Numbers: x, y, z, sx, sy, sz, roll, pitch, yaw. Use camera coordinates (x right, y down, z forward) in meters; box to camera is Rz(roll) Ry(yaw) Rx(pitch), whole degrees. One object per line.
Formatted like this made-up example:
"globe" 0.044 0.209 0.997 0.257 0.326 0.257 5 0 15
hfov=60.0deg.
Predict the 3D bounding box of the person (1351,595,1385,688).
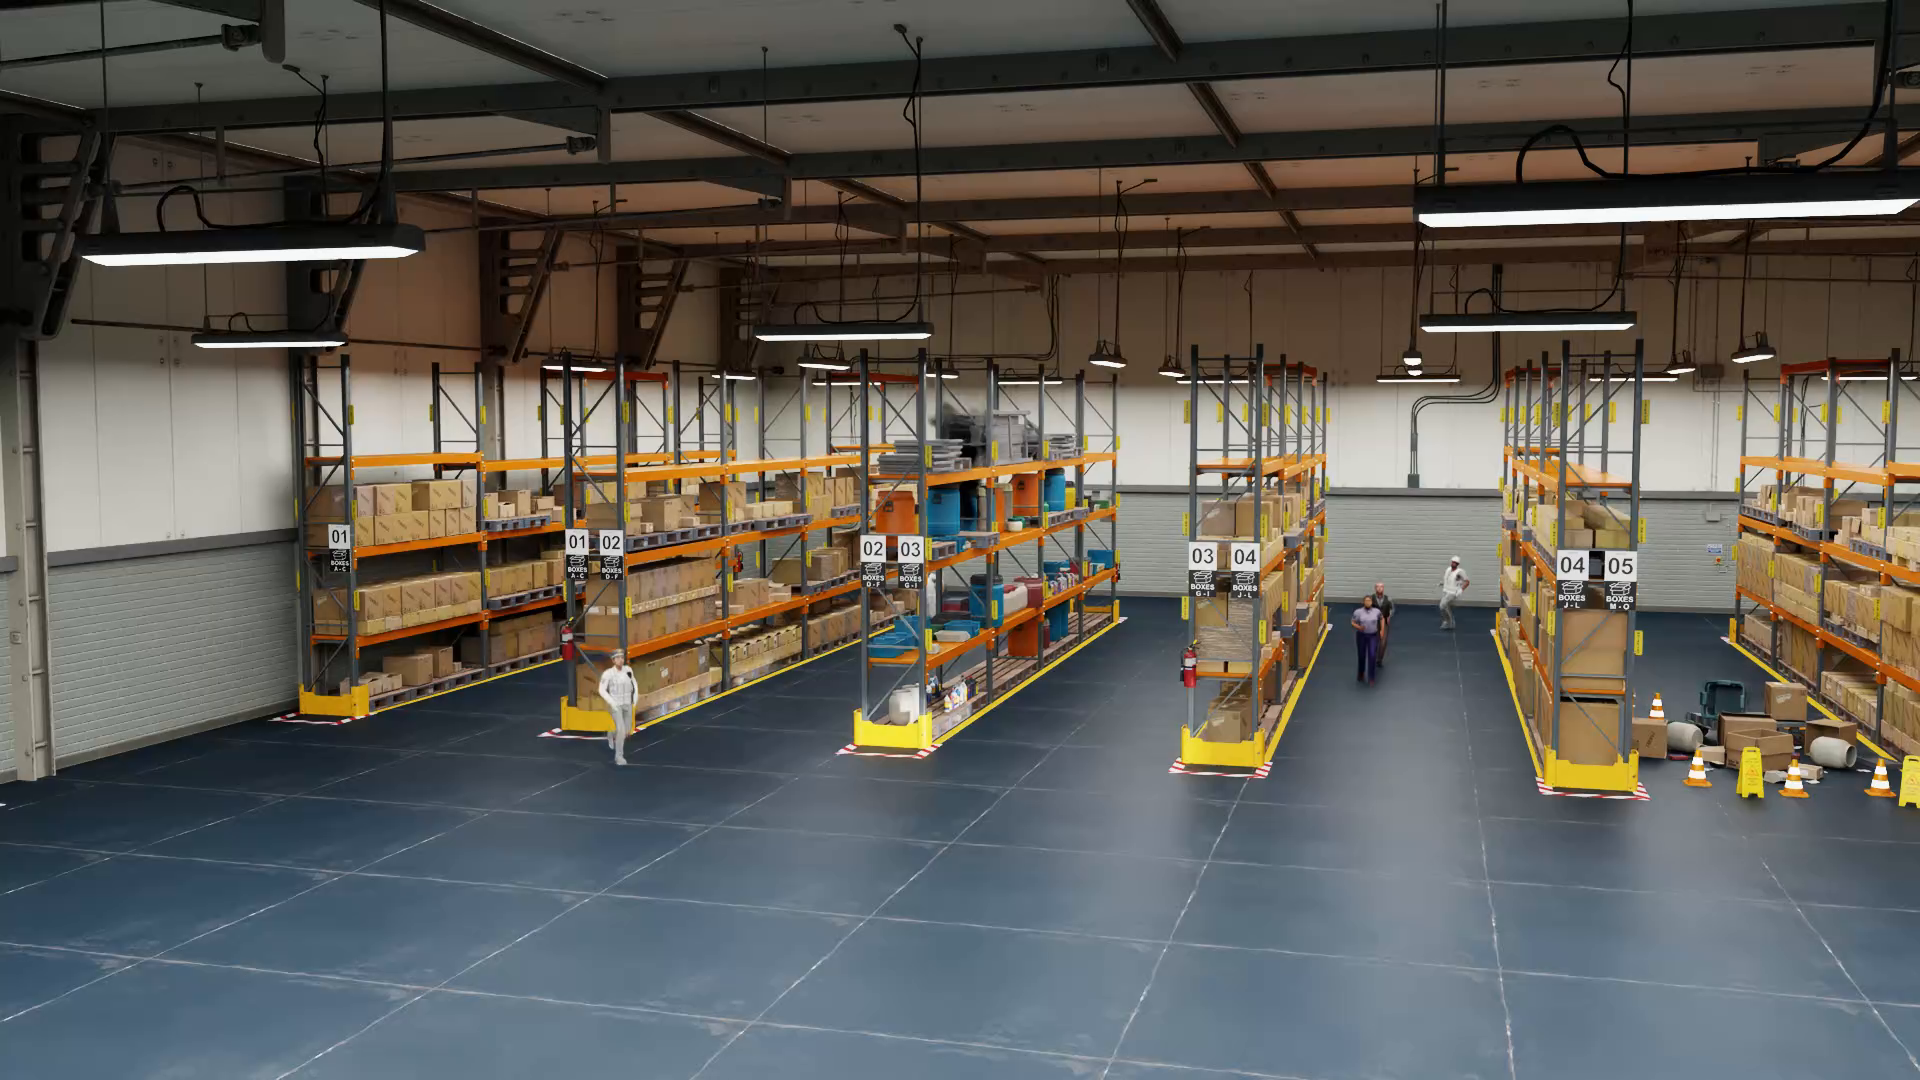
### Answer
"person" 7.586 1.863 30.963 0.621 1.689 0.819 1 4 12

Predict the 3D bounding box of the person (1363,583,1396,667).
"person" 8.352 1.685 33.176 0.659 1.680 0.586 0 4 6

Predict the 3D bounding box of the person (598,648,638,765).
"person" -4.937 2.381 24.020 0.626 1.681 0.563 -3 6 -39

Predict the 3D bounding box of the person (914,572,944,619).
"person" -0.707 1.389 36.646 0.638 1.839 0.767 1 4 12

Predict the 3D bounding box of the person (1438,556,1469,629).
"person" 11.419 1.237 38.724 0.597 1.731 0.740 -2 5 -20
